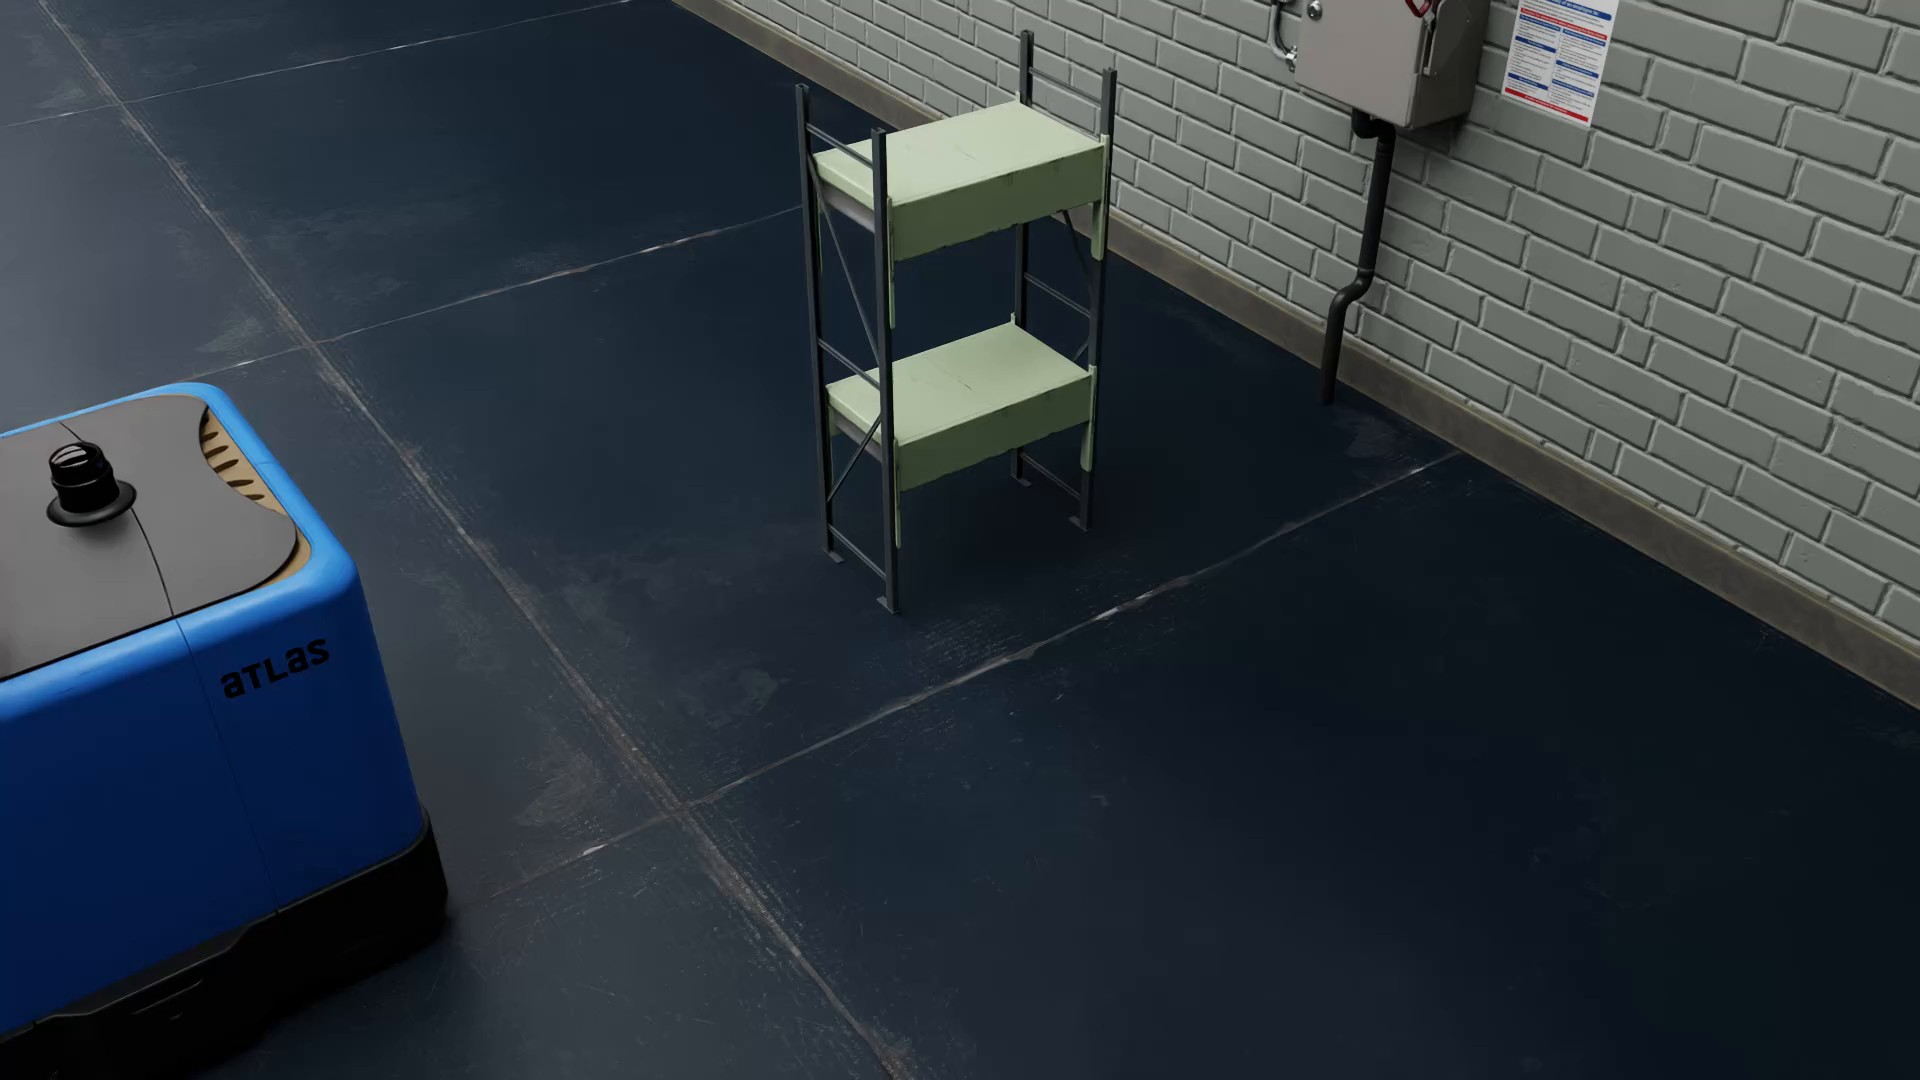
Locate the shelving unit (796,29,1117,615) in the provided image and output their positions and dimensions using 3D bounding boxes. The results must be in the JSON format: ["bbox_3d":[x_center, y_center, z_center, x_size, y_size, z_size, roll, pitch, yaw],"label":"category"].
[{"bbox_3d":[-0.005,-0.607,4.809,0.755,1.500,0.400,-22,41,-28],"label":"shelving unit"}]

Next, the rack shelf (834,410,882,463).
[{"bbox_3d":[-0.005,-0.400,4.958,0.664,0.071,0.332,-22,41,-28],"label":"rack shelf"}]

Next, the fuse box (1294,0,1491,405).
[{"bbox_3d":[1.294,-1.168,5.408,0.414,1.711,0.539,-22,41,-28],"label":"fuse box"}]

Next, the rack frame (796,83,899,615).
[{"bbox_3d":[-0.305,-0.484,4.638,0.023,1.500,0.400,-22,41,-28],"label":"rack frame"}]

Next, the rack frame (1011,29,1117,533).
[{"bbox_3d":[0.294,-0.730,4.980,0.023,1.500,0.400,-22,41,-28],"label":"rack frame"}]

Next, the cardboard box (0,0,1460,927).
[{"bbox_3d":[-5.440,-0.091,4.049,13.522,1.550,6.103,-23,42,-29],"label":"cardboard box"}]

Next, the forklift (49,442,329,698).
[{"bbox_3d":[-2.741,0.072,2.715,2.937,2.843,1.107,-24,42,-29],"label":"forklift"}]

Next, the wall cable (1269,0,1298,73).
[{"bbox_3d":[1.030,-2.482,5.262,0.122,1.984,0.588,-22,41,-28],"label":"wall cable"}]
